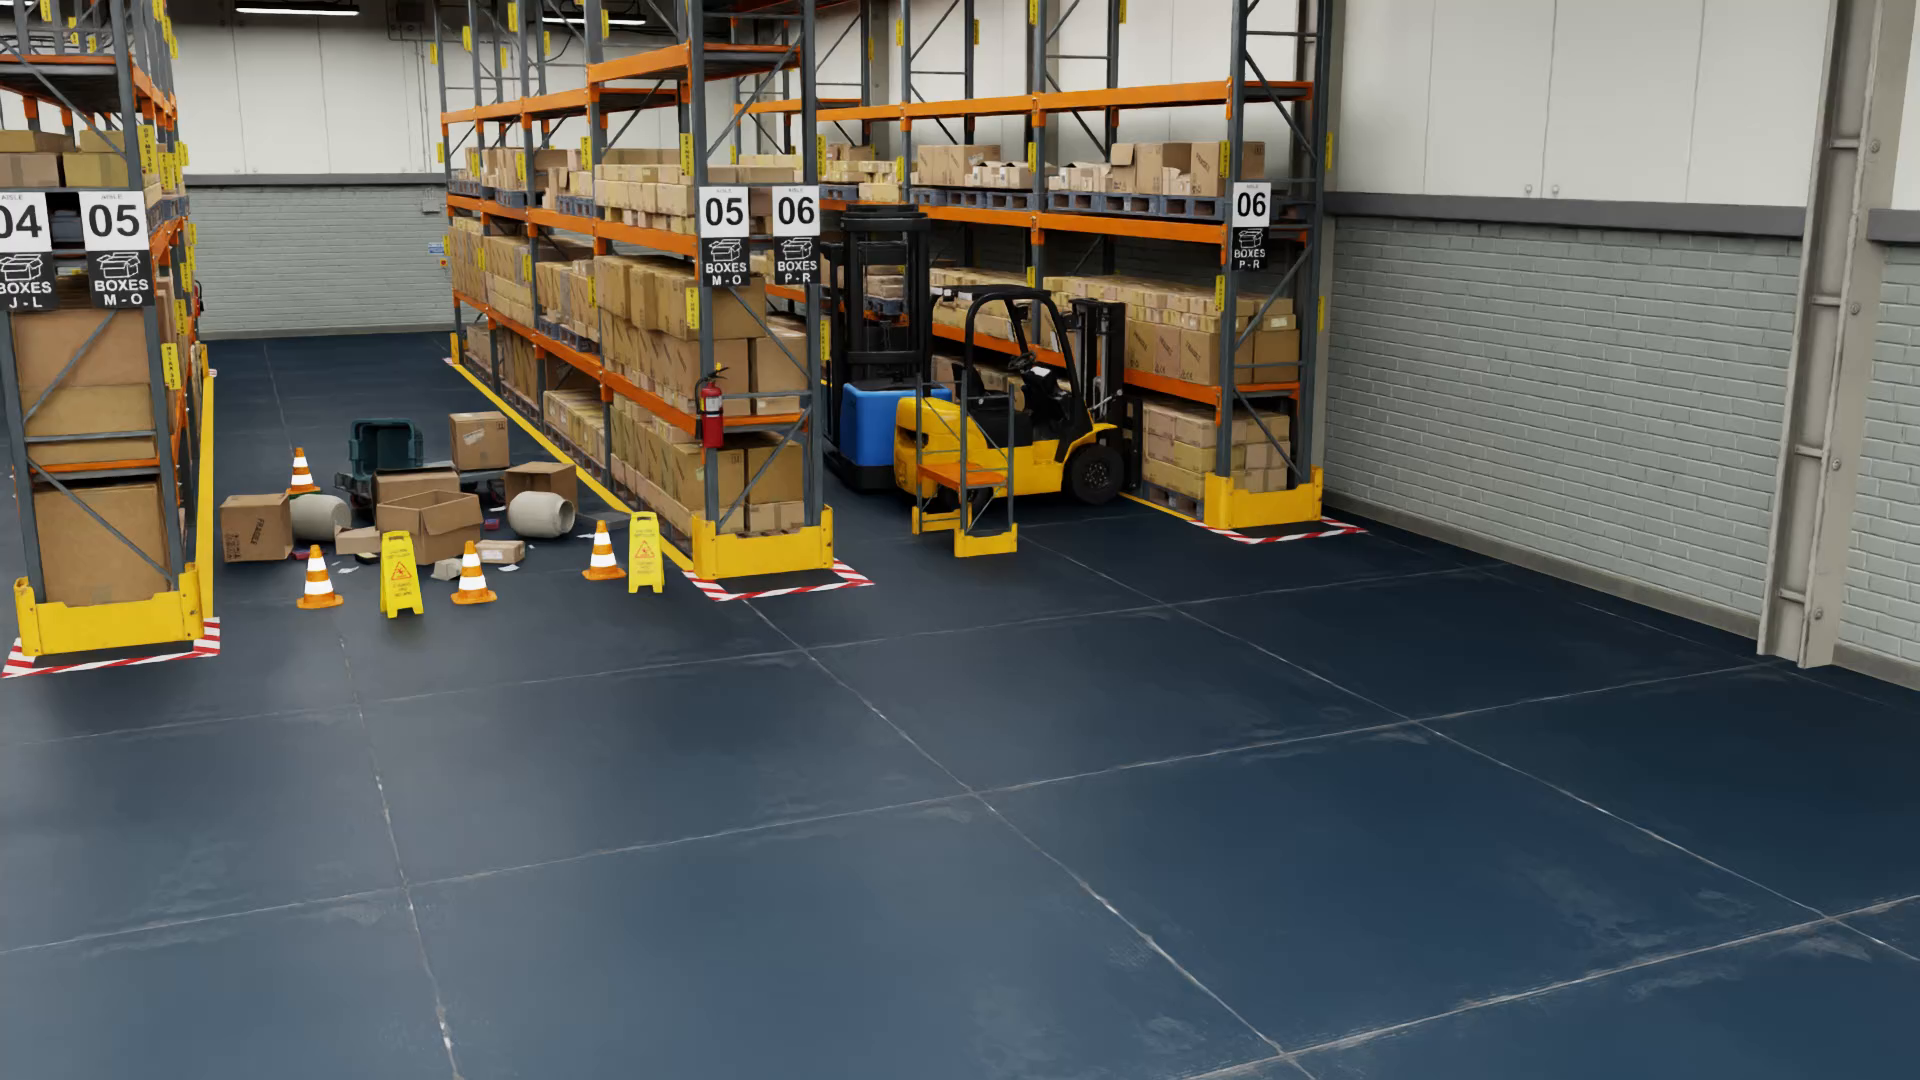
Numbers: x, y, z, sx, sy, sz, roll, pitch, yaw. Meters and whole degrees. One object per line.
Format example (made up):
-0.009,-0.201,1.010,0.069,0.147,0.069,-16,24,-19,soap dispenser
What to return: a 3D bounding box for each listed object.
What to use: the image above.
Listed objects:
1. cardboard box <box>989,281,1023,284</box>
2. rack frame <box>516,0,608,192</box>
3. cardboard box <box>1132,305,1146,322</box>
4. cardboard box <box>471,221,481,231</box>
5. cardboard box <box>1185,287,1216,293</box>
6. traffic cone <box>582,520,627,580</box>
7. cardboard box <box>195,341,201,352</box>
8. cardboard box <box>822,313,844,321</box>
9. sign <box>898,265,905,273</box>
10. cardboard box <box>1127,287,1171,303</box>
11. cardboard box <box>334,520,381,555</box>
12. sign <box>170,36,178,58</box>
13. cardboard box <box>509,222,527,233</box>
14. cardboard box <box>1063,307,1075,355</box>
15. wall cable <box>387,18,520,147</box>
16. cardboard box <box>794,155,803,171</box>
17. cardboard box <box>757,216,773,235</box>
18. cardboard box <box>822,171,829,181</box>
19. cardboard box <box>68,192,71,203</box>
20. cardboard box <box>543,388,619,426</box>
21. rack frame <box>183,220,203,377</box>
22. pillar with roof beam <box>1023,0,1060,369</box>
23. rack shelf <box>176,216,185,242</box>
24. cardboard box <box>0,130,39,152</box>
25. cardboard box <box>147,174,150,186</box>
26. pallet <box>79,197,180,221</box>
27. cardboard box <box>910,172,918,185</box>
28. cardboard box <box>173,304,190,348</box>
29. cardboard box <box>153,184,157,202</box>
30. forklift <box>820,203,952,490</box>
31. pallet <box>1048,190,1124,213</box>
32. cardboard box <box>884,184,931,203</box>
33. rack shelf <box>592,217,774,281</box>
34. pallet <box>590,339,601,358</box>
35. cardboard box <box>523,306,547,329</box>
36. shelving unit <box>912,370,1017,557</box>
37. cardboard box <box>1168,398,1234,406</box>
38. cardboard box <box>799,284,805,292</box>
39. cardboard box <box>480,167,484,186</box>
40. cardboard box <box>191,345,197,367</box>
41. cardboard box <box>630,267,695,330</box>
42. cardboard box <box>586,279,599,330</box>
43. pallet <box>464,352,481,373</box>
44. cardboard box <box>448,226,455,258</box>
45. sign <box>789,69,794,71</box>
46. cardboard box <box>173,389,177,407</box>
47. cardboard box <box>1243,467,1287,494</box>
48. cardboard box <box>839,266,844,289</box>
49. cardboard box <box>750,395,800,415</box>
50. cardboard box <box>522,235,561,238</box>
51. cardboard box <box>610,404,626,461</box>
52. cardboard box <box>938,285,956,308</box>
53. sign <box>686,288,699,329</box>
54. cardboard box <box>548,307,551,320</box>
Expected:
0.569,-3.037,20.060,0.380,0.149,0.250,-6,14,-25,cardboard box
-4.843,-5.773,20.235,1.000,3.000,0.127,-6,14,-23,rack frame
1.976,-2.320,16.961,0.380,0.149,0.250,-6,14,-23,cardboard box
-7.315,-4.833,25.601,0.380,0.149,0.250,-6,14,-24,cardboard box
2.548,-2.523,17.177,0.380,0.149,0.250,-6,14,-24,cardboard box
-2.993,0.067,13.936,0.336,0.463,0.334,-6,14,-23,traffic cone
-11.830,-2.955,25.435,0.380,0.149,0.250,-6,14,-24,cardboard box
-1.943,-3.480,26.149,0.380,0.149,0.250,-6,14,-24,cardboard box
-0.790,-3.773,22.510,0.100,0.325,0.005,-6,14,-23,sign
1.952,-2.527,17.197,0.380,0.149,0.250,-5,14,-22,cardboard box
-5.360,-0.035,14.811,0.396,0.266,0.258,-3,13,-13,cardboard box
-12.026,-7.536,25.429,0.100,0.325,0.005,-6,14,-23,sign
-6.593,-4.717,25.102,0.380,0.149,0.250,-6,14,-24,cardboard box
1.468,-2.300,18.313,0.500,0.500,0.500,-5,14,-22,cardboard box
-9.894,-8.643,32.635,2.355,3.000,0.029,-6,14,-23,wall cable
-2.322,-5.985,26.367,0.500,0.250,0.500,-6,14,-23,cardboard box
-1.474,-2.634,13.883,0.380,0.149,0.250,-6,14,-23,cardboard box
-1.858,-5.460,24.940,0.380,0.149,0.250,-5,14,-22,cardboard box
-7.492,-2.832,13.585,0.380,0.149,0.250,-6,14,-24,cardboard box
-4.626,-1.657,20.652,0.950,0.372,0.625,-7,15,-27,cardboard box
-12.543,-4.035,26.030,1.000,3.000,0.127,-6,14,-23,rack frame
-2.893,-5.645,19.683,9.100,9.000,0.400,-6,14,-23,pillar with roof beam
-10.139,-3.906,20.417,1.077,0.370,4.000,-6,14,-23,rack shelf
-6.579,-2.749,11.457,0.380,0.149,0.250,-5,14,-22,cardboard box
-6.296,-2.743,12.318,0.500,0.250,0.500,-6,14,-24,cardboard box
-8.581,-3.392,17.021,1.003,0.211,1.213,-5,14,-20,pallet
-0.435,-4.800,22.051,0.380,0.166,0.250,-6,14,-23,cardboard box
-8.912,-2.362,18.580,0.500,0.500,0.500,-6,14,-23,cardboard box
-6.685,-2.786,13.387,0.380,0.149,0.250,-6,14,-23,cardboard box
-0.931,-2.242,18.436,1.130,2.935,3.031,-3,13,-14,forklift
1.671,-3.717,18.201,1.003,0.211,1.213,-6,14,-23,pallet
-0.725,-4.771,22.894,0.500,0.250,0.500,-6,14,-25,cardboard box
-2.440,-2.721,15.298,1.077,0.370,4.000,-6,14,-23,rack shelf
-3.414,-2.101,18.101,1.003,0.211,1.213,-6,14,-23,pallet
-5.284,-2.858,21.278,0.500,0.250,0.500,-6,14,-25,cardboard box
0.031,-0.715,15.013,0.587,1.500,1.083,-6,14,-23,shelving unit
2.495,-1.322,17.258,0.500,0.250,0.500,-6,14,-23,cardboard box
-2.382,-4.098,26.860,0.380,0.149,0.250,-5,14,-21,cardboard box
-6.566,-5.142,23.528,0.396,0.266,0.258,-6,14,-23,cardboard box
-10.410,-2.429,22.043,0.500,0.250,0.500,-6,14,-24,cardboard box
-2.538,-2.165,14.853,0.700,0.500,0.500,-6,14,-24,cardboard box
-3.636,-2.496,17.571,0.500,0.500,0.500,-6,14,-24,cardboard box
-7.656,-2.986,27.684,1.003,0.211,1.213,-6,14,-23,pallet
-8.117,-4.914,27.389,0.500,0.500,0.500,-6,14,-24,cardboard box
-2.985,-8.453,29.392,0.100,0.325,0.005,-6,14,-23,sign
-7.336,-1.442,14.495,0.875,0.550,0.550,-6,14,-23,cardboard box
2.890,-0.630,16.488,0.500,0.250,0.500,-6,14,-23,cardboard box
-1.388,-3.989,24.681,0.700,0.500,0.500,-6,14,-23,cardboard box
-1.585,-1.164,14.182,0.380,0.149,0.250,-6,14,-23,cardboard box
-6.036,-4.142,24.057,0.500,0.500,0.500,-5,14,-21,cardboard box
-3.252,-1.107,16.886,0.500,0.500,0.500,-5,14,-20,cardboard box
0.050,-3.142,21.399,0.500,0.250,0.500,-6,14,-24,cardboard box
-2.155,-1.869,13.405,0.100,0.325,0.005,-6,14,-23,sign
-4.733,-2.726,20.002,0.380,0.149,0.250,-7,15,-27,cardboard box
